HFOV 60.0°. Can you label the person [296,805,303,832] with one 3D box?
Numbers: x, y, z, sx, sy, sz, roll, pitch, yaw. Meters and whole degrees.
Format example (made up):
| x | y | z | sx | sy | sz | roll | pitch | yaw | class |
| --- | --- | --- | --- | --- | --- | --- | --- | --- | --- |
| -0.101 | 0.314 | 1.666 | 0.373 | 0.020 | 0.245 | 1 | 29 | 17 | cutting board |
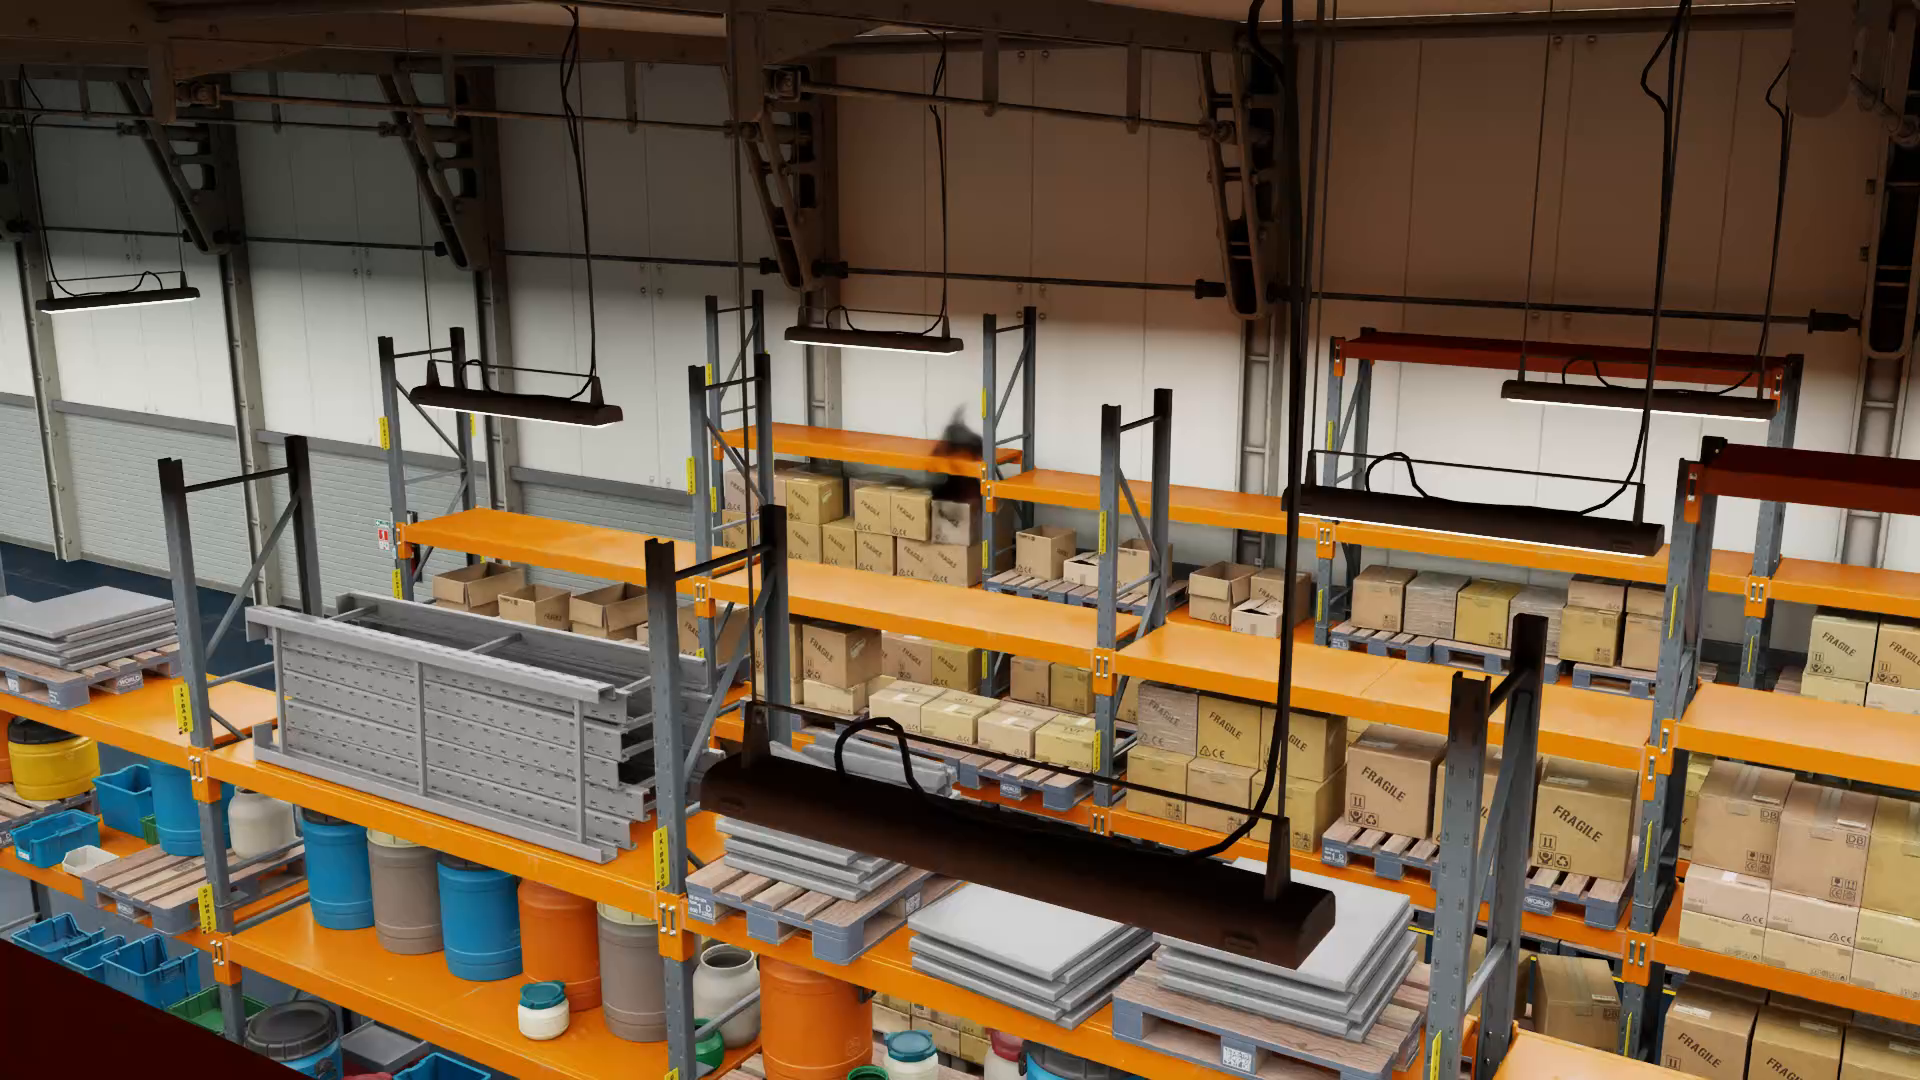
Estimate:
| x | y | z | sx | sy | sz | roll | pitch | yaw | class |
| --- | --- | --- | --- | --- | --- | --- | --- | --- | --- |
| -7.160 | 2.741 | 18.627 | 0.569 | 1.739 | 0.652 | -10 | 17 | -34 | person |
